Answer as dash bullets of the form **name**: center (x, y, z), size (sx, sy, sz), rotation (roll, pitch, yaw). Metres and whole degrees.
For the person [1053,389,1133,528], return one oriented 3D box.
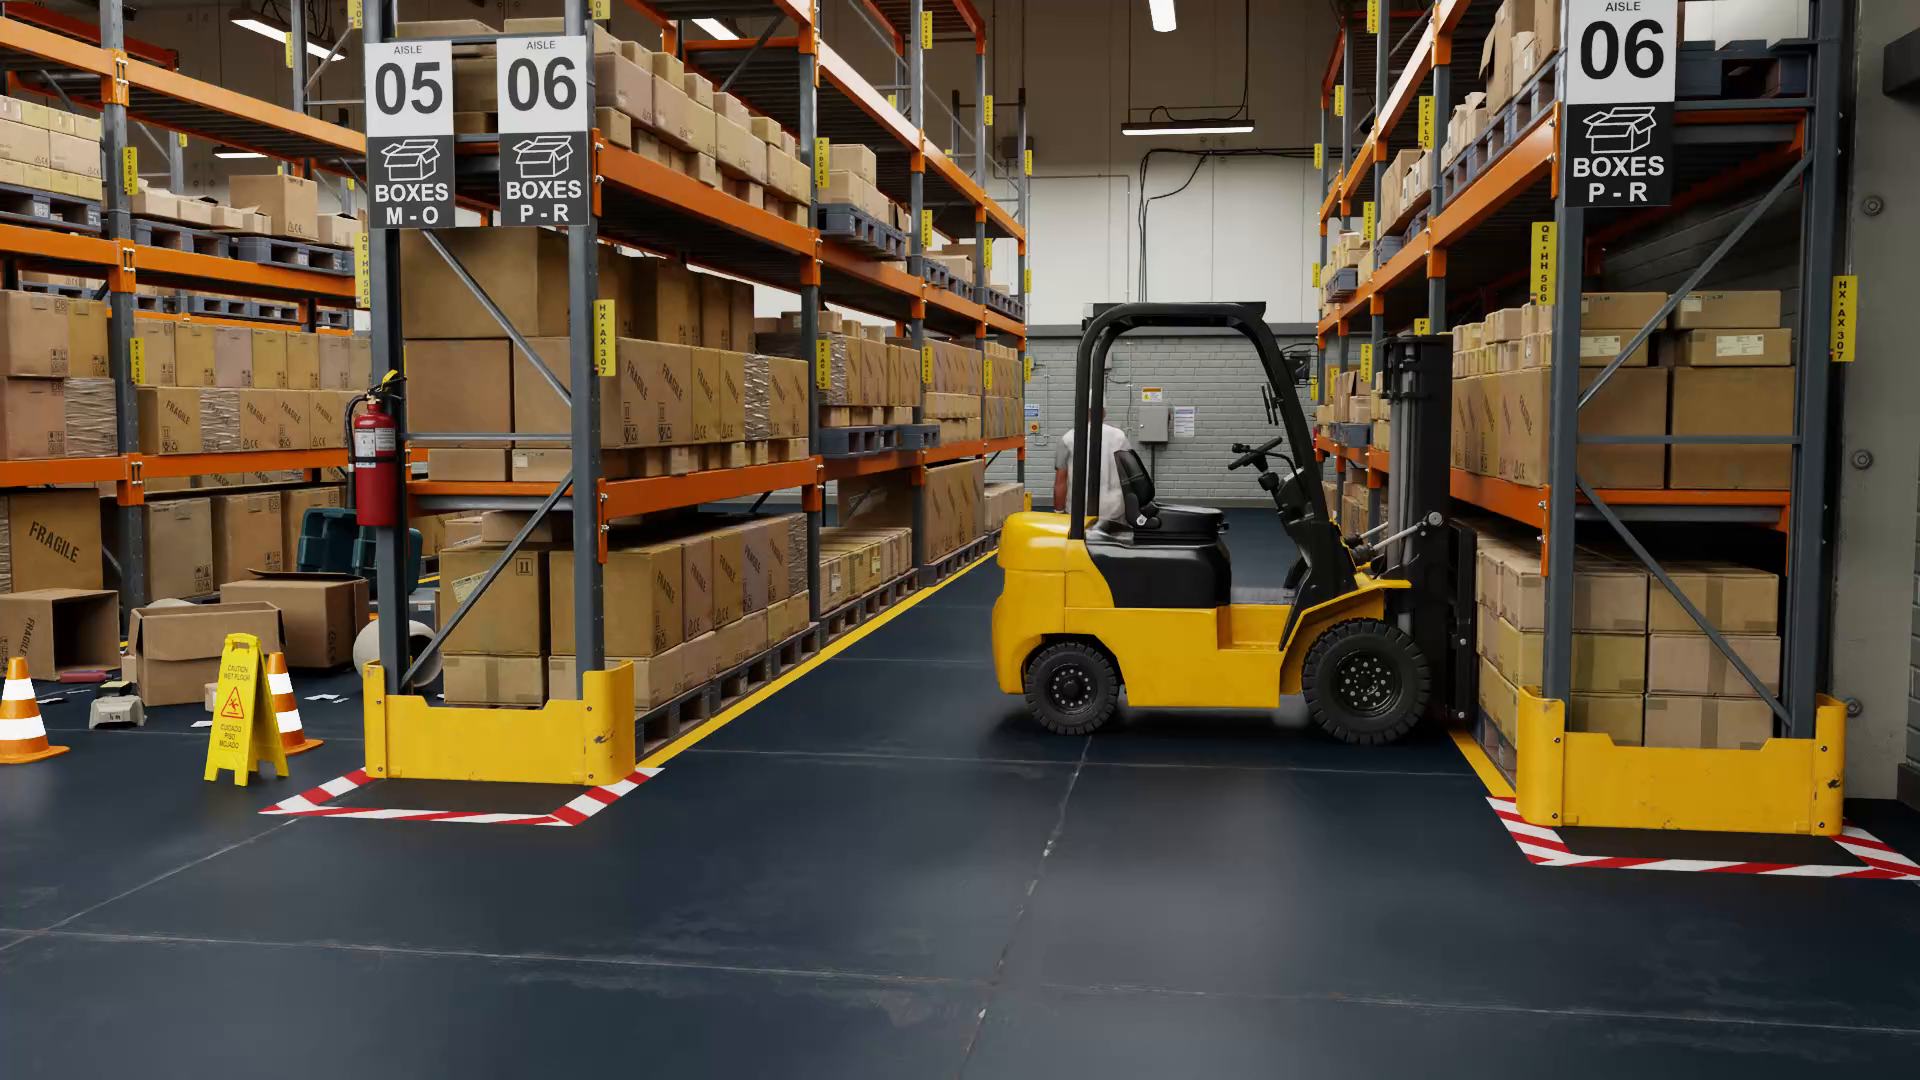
- **person**: center (0.948, -0.163, 11.616), size (0.609, 1.777, 0.453), rotation (0, 4, 6)
